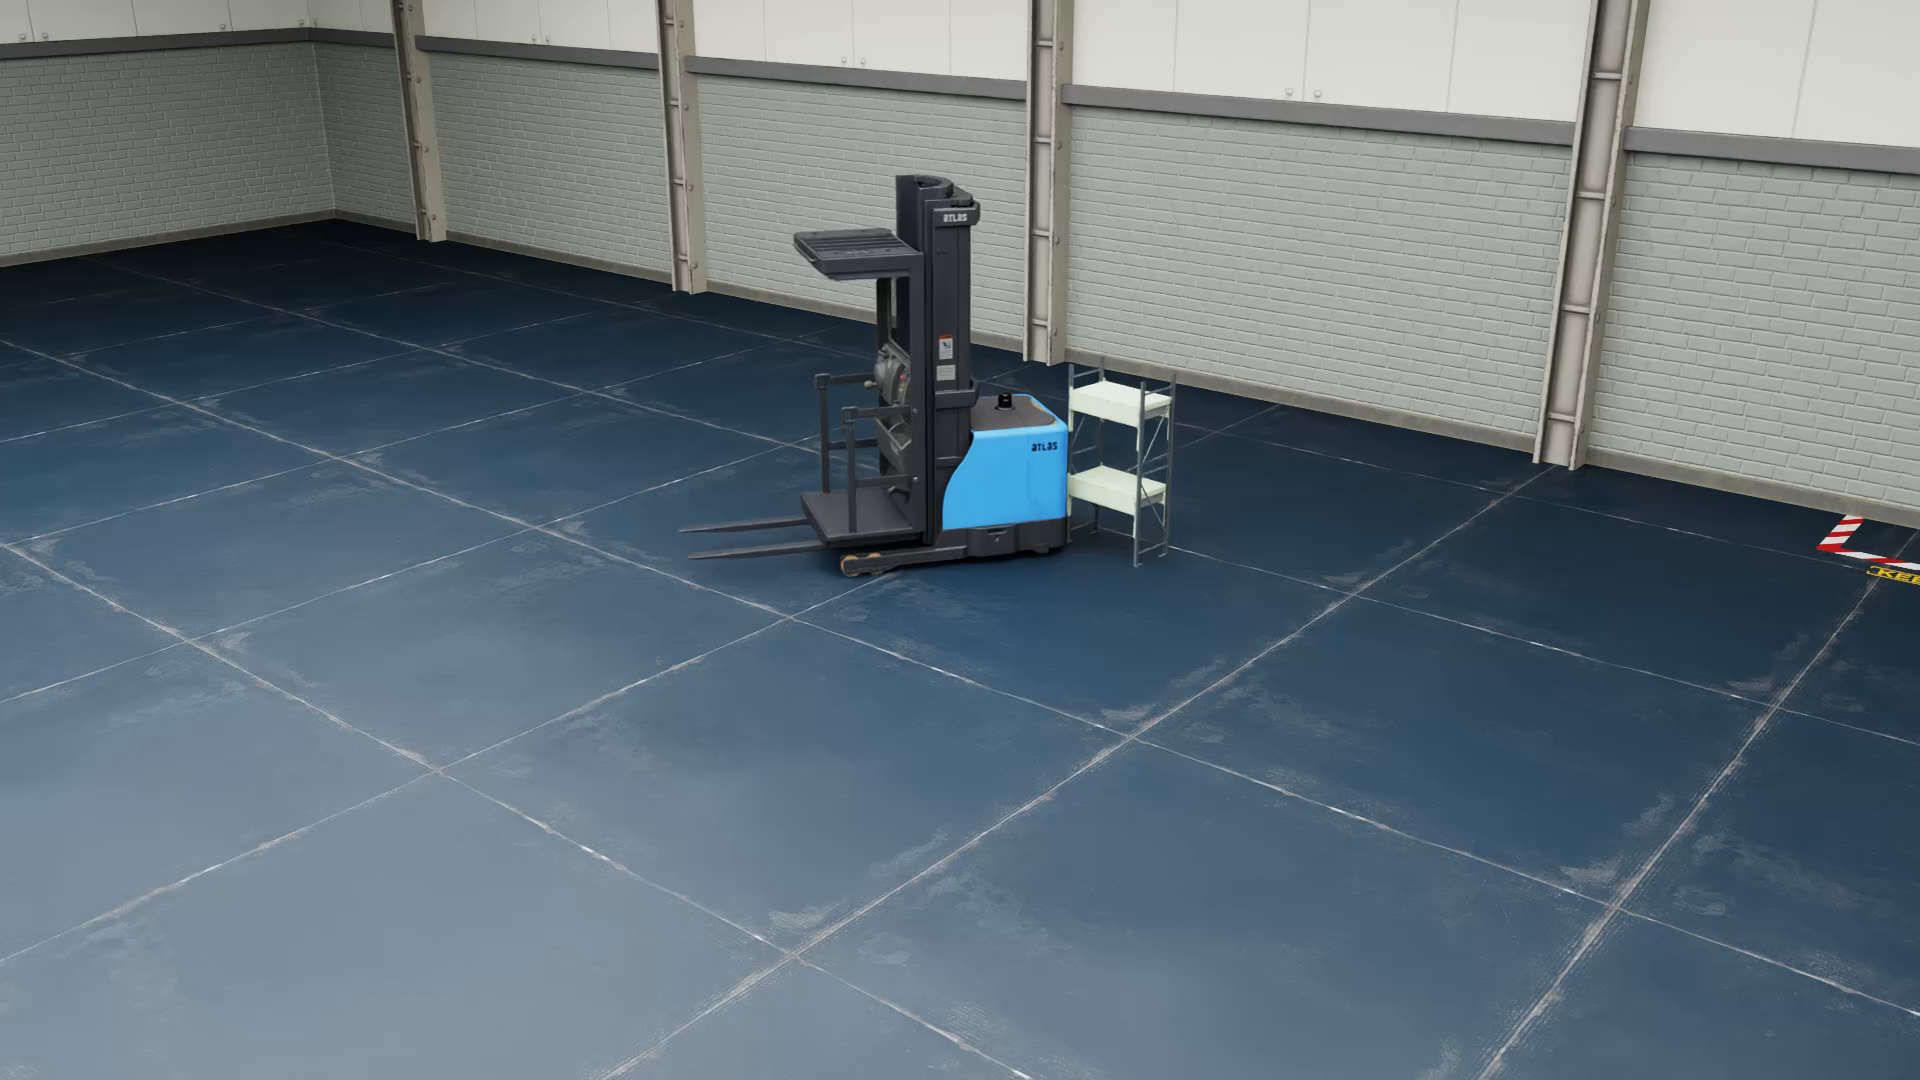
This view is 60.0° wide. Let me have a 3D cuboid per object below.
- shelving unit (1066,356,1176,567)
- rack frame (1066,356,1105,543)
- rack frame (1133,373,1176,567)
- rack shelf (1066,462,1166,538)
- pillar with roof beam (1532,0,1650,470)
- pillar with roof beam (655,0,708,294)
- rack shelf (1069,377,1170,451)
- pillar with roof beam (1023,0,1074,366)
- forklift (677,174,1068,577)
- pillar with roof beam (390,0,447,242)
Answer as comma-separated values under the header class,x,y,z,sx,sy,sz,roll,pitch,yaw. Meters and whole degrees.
class,x,y,z,sx,sy,sz,roll,pitch,yaw
shelving unit,1.263,-0.631,13.217,0.431,1.500,0.755,-19,28,-41
rack frame,1.008,-0.724,13.463,0.400,1.500,0.023,-19,28,-41
rack frame,1.518,-0.539,12.971,0.400,1.500,0.023,-19,28,-41
rack shelf,1.263,-0.326,13.332,0.431,0.370,0.720,-19,28,-41
pillar with roof beam,2.899,-3.762,10.890,0.400,9.000,9.100,16,26,36
pillar with roof beam,-6.398,-6.439,17.989,0.400,9.000,9.100,16,26,36
rack shelf,1.263,-0.997,13.079,0.431,0.370,0.720,-19,28,-41
pillar with roof beam,-1.750,-5.100,14.440,0.400,9.000,9.100,16,26,36
forklift,-0.712,-1.288,12.931,3.031,2.935,1.130,-6,21,-15
pillar with roof beam,-11.047,-7.778,21.539,0.400,9.000,9.100,16,26,36
